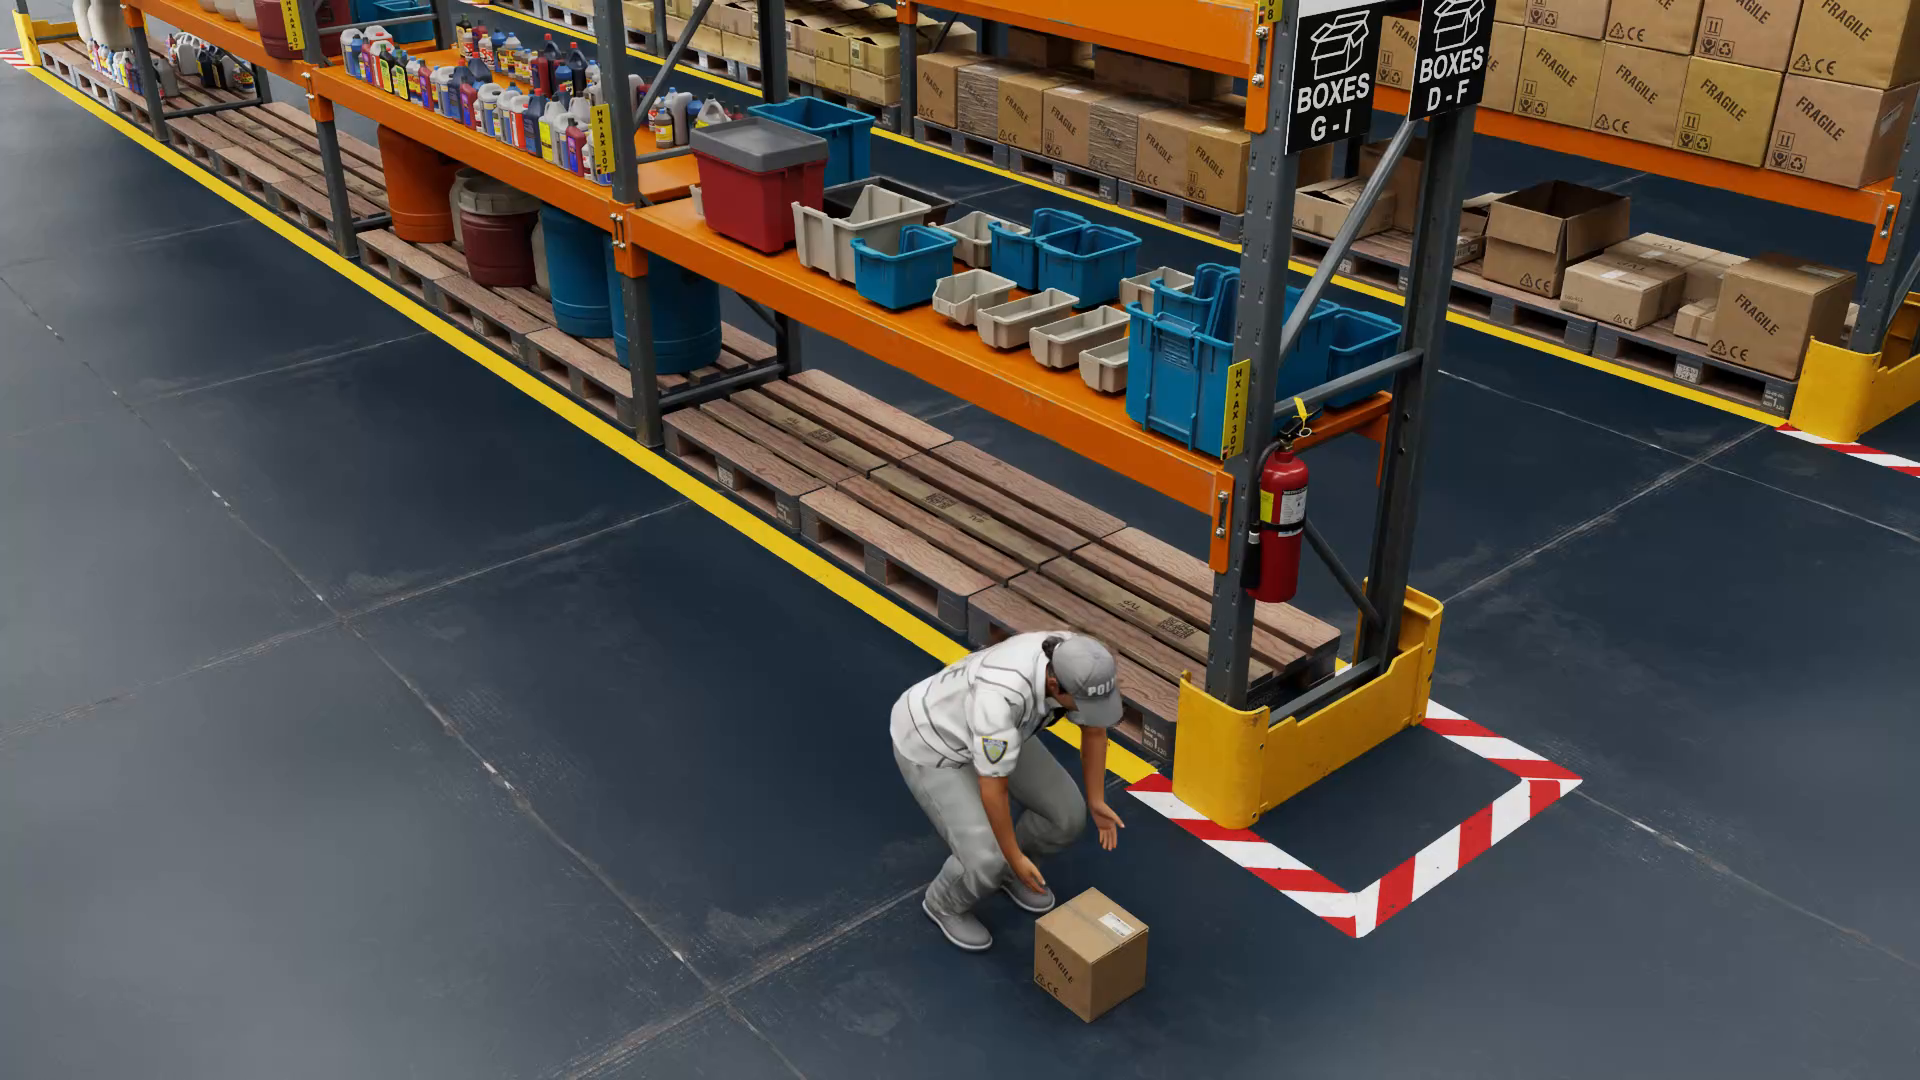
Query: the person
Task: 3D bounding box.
[{"bbox_3d":[0.133,0.539,5.159,0.452,1.639,0.580,-23,36,-36],"label":"person"}]
